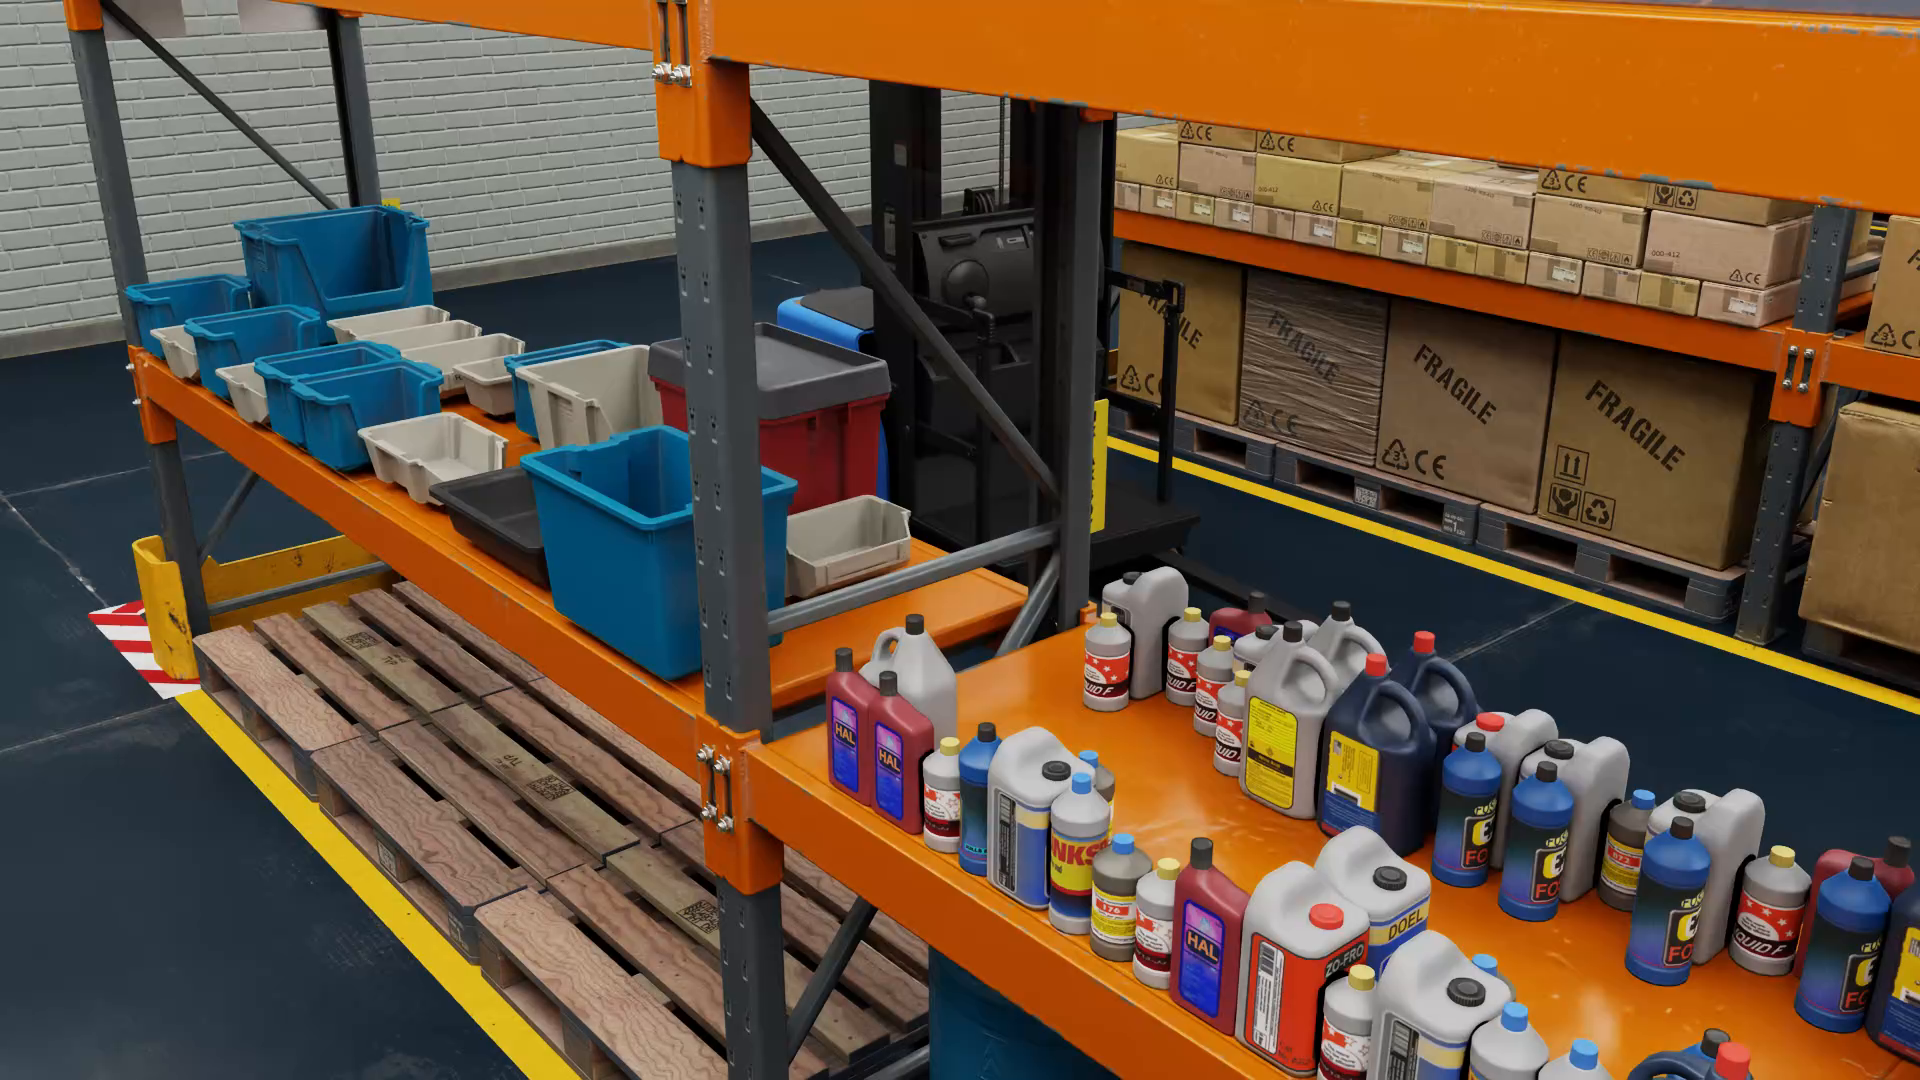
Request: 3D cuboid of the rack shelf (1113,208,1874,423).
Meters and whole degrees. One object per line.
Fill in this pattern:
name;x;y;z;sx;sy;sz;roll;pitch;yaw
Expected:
rack shelf;2.337;-1.305;8.188;1.077;0.370;4.000;-17;27;-37

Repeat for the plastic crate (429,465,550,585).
plastic crate;-1.044;-0.053;4.301;0.437;0.125;0.590;-17;27;-37

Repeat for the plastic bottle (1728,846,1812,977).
plastic bottle;1.295;0.584;2.653;0.097;0.201;0.097;0;21;0

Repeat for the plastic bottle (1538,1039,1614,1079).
plastic bottle;0.778;0.756;2.117;0.097;0.271;0.097;0;21;0

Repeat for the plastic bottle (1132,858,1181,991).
plastic bottle;0.324;0.597;2.620;0.097;0.201;0.097;0;21;0

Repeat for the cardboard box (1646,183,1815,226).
cardboard box;3.140;-1.568;6.644;0.500;0.500;0.500;-16;27;-36

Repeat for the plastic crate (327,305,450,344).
plastic crate;-2.052;-0.736;6.029;0.396;0.136;0.243;-17;27;-37

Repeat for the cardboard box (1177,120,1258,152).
cardboard box;1.466;-2.275;8.449;0.500;0.500;0.500;-18;28;-39

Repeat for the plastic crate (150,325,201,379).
plastic crate;-2.663;-0.663;5.844;0.250;0.136;0.298;-17;27;-37

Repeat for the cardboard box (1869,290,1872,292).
cardboard box;6.073;-1.720;11.189;0.380;0.149;0.250;-16;26;-35

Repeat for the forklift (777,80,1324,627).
forklift;0.351;-1.177;6.971;1.130;2.935;3.031;-14;25;-32

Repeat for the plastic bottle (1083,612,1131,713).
plastic bottle;0.310;0.251;3.501;0.097;0.201;0.097;0;21;0

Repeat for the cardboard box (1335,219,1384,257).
cardboard box;2.018;-1.474;7.978;0.380;0.149;0.250;-18;28;-39

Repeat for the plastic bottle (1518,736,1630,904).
plastic bottle;1.048;0.459;2.868;0.152;0.276;0.135;-17;27;-37

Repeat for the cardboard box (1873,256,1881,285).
cardboard box;6.129;-1.764;10.892;0.380;0.149;0.250;-19;28;-39

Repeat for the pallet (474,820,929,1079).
pallet;-0.619;1.197;4.639;1.003;0.211;1.213;-17;27;-37

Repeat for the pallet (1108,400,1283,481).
pallet;1.612;-0.691;9.460;1.003;0.211;1.213;-17;27;-37

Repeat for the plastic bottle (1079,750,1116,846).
plastic bottle;0.225;0.470;2.945;0.097;0.201;0.097;0;21;0

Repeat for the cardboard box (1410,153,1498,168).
cardboard box;2.555;-1.766;8.178;0.500;0.250;0.500;-17;27;-37

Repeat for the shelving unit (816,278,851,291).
shelving unit;-0.577;-0.797;8.579;0.215;1.050;0.252;-14;25;-32

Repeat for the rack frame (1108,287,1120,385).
rack frame;1.031;-2.192;9.468;1.000;3.000;0.127;-17;27;-37

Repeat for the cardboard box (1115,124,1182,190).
cardboard box;1.140;-2.064;8.938;0.500;0.250;0.500;-18;28;-39

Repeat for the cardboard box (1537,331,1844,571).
cardboard box;3.272;-0.495;7.471;0.875;0.875;0.875;-17;27;-37

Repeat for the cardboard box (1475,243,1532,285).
cardboard box;2.523;-1.260;7.434;0.380;0.149;0.250;-17;27;-36

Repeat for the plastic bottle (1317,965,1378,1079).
plastic bottle;0.563;0.698;2.362;0.097;0.201;0.097;0;21;0

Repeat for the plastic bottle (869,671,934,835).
plastic bottle;-0.107;0.386;3.045;0.061;0.283;0.133;-17;27;-37

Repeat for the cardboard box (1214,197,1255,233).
cardboard box;1.520;-1.685;8.519;0.380;0.149;0.250;-18;28;-38

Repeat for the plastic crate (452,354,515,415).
plastic crate;-1.466;-0.504;5.437;0.298;0.136;0.250;-17;27;-37

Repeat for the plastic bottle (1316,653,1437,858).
plastic bottle;0.749;0.377;2.977;0.144;0.351;0.185;-17;27;-37

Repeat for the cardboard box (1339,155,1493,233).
cardboard box;2.154;-1.639;7.854;0.500;0.250;0.500;-18;28;-38

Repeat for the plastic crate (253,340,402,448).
plastic crate;-1.950;-0.453;5.174;0.416;0.233;0.300;-17;27;-37

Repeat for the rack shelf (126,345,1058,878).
rack shelf;-1.416;-0.125;5.178;1.077;0.370;4.000;-17;27;-37

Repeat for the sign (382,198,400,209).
sign;-2.315;-1.224;6.773;0.100;0.325;0.005;-17;27;-37

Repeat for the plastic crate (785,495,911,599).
plastic crate;-0.306;0.024;4.088;0.396;0.136;0.243;-17;27;-37

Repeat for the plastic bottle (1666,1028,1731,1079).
plastic bottle;0.951;0.749;2.136;0.097;0.271;0.097;0;21;0

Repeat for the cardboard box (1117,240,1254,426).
cardboard box;1.510;-1.240;9.376;0.875;0.875;0.875;-17;27;-37

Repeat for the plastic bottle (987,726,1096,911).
plastic bottle;0.142;0.470;2.842;0.152;0.276;0.135;-17;27;-37

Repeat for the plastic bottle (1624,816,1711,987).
plastic bottle;1.117;0.560;2.617;0.097;0.271;0.097;0;21;0

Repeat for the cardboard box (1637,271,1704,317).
cardboard box;3.026;-1.047;6.890;0.380;0.149;0.250;-17;27;-36

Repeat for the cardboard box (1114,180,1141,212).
cardboard box;1.013;-1.898;9.062;0.380;0.149;0.250;-17;27;-37

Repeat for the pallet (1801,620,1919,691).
pallet;4.203;0.407;6.656;1.003;0.211;1.213;-17;27;-37

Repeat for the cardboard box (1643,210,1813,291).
cardboard box;3.155;-1.215;6.771;0.500;0.250;0.500;-18;28;-38

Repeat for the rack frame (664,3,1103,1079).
rack frame;-0.110;0.092;3.636;1.000;3.000;0.127;-17;27;-37

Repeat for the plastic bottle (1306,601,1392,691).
plastic bottle;0.738;0.291;3.195;0.144;0.351;0.185;-17;27;-37

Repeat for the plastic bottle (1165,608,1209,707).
plastic bottle;0.489;0.242;3.525;0.097;0.201;0.097;0;21;0

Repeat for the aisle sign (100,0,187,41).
aisle sign;-2.993;-2.173;5.853;0.394;0.787;0.004;-17;27;-37
